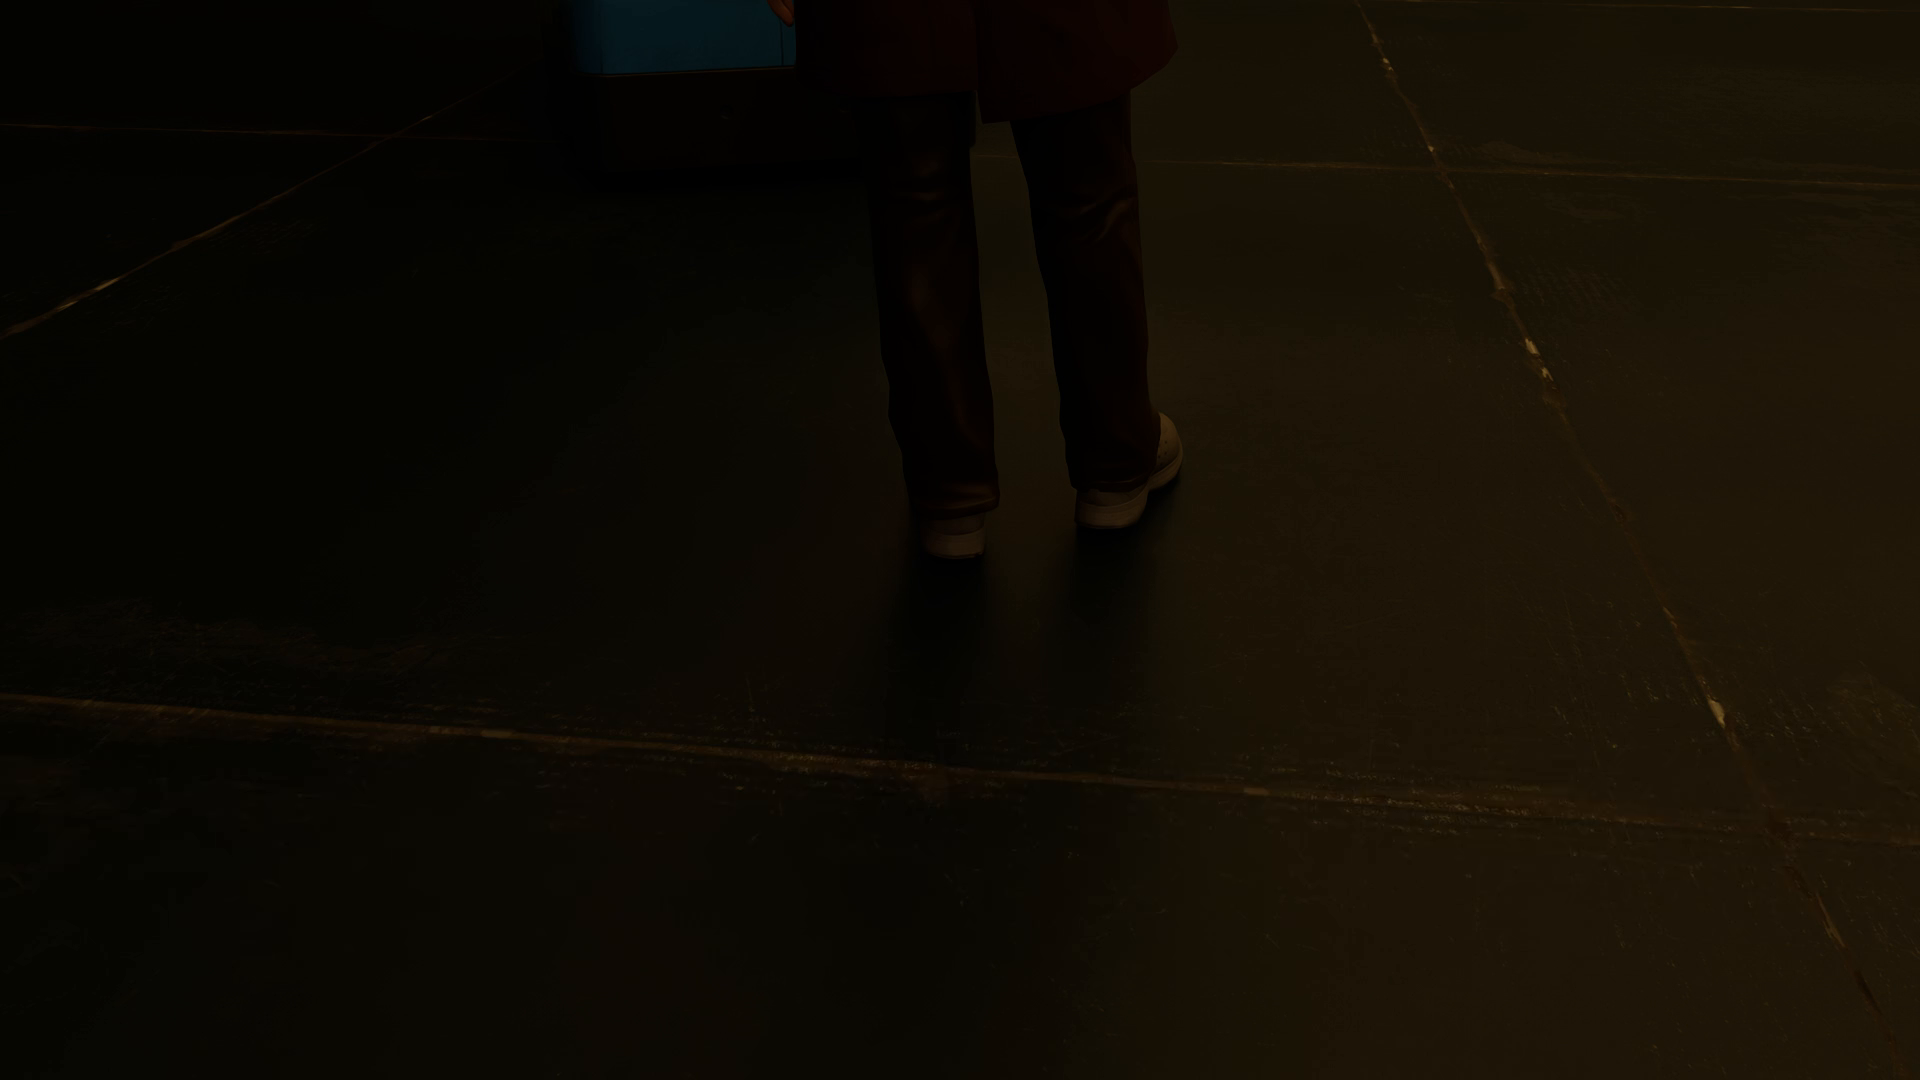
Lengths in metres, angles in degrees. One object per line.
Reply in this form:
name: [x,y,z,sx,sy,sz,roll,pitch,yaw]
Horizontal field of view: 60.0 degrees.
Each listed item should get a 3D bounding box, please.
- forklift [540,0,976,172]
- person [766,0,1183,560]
forklift: [-0.822,-2.877,4.984,1.130,2.935,3.031,-7,27,-13]
person: [0.016,-0.842,2.181,0.698,1.777,0.579,3,27,7]
